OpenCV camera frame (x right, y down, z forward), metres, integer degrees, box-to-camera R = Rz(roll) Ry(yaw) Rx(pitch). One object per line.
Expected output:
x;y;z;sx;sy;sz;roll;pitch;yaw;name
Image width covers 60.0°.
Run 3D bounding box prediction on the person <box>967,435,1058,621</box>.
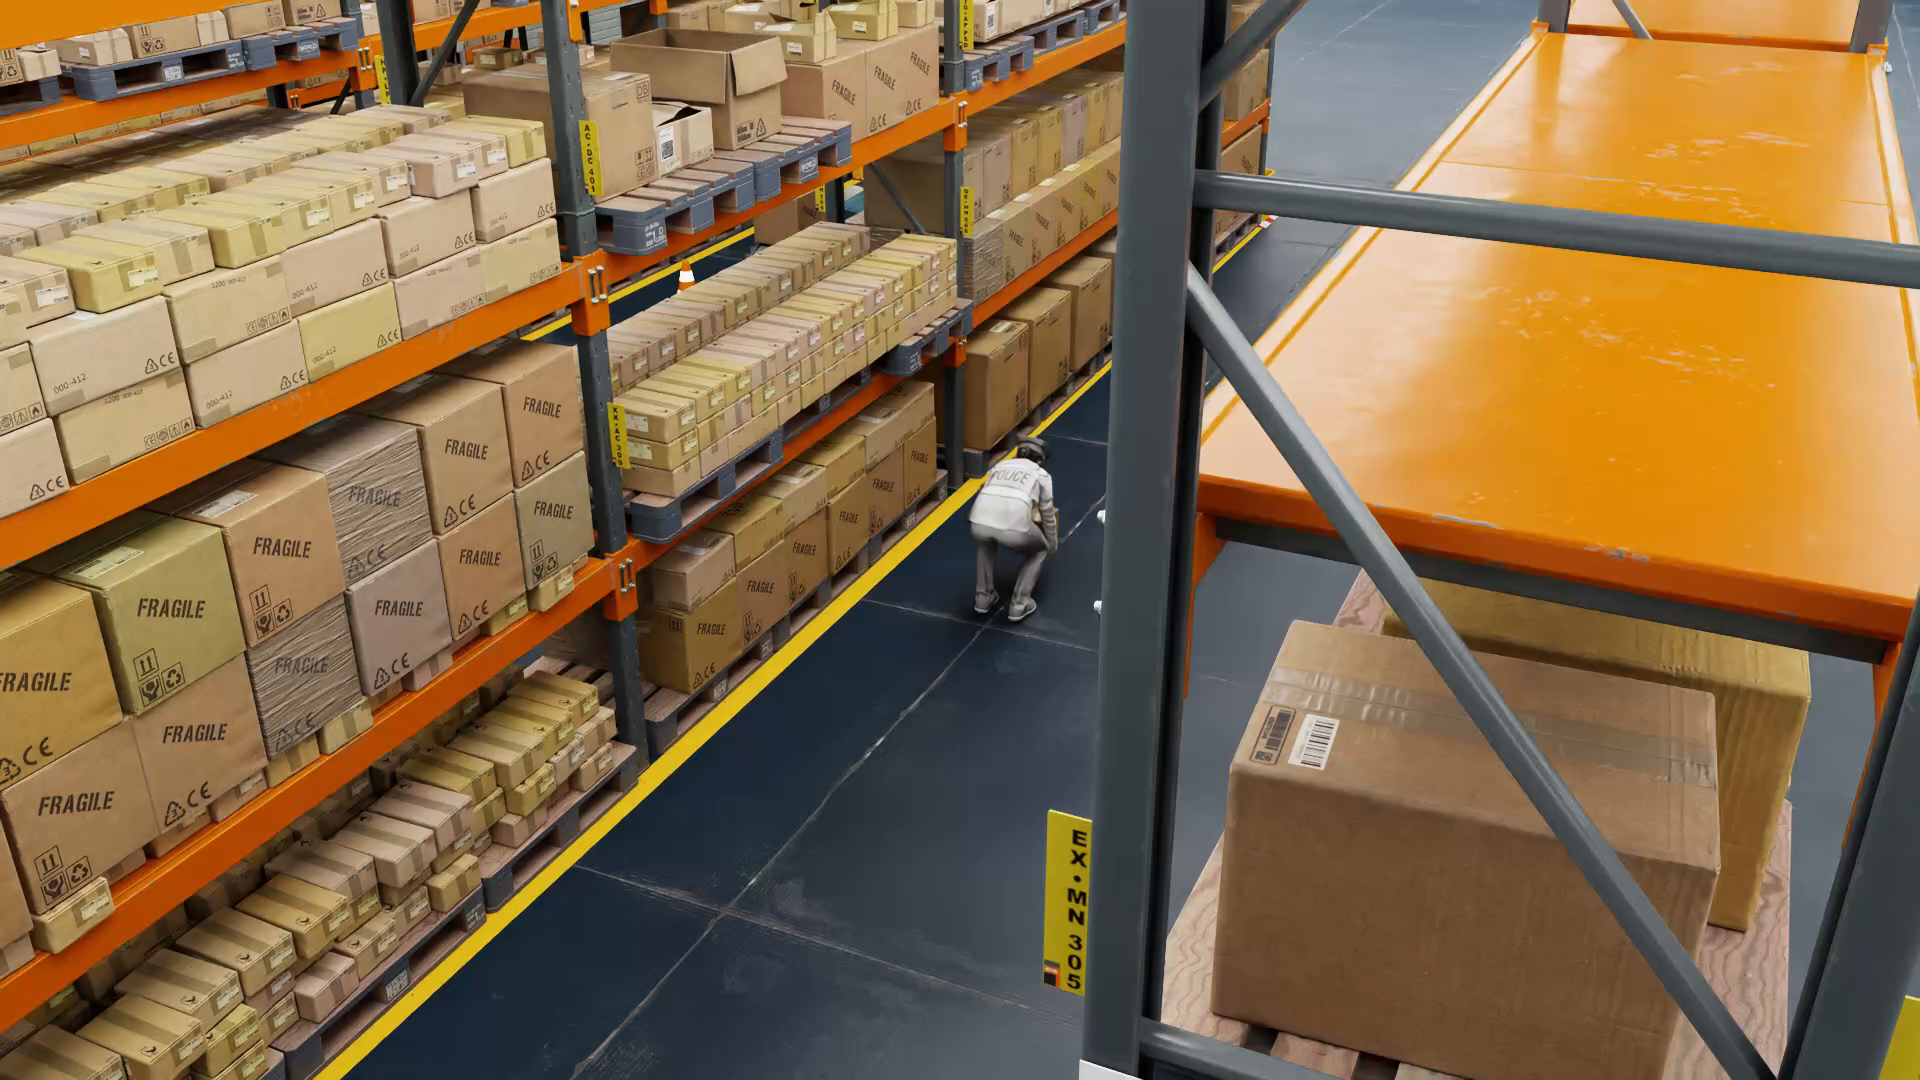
0.340;-0.077;10.336;0.467;0.991;0.917;10;28;19;person
